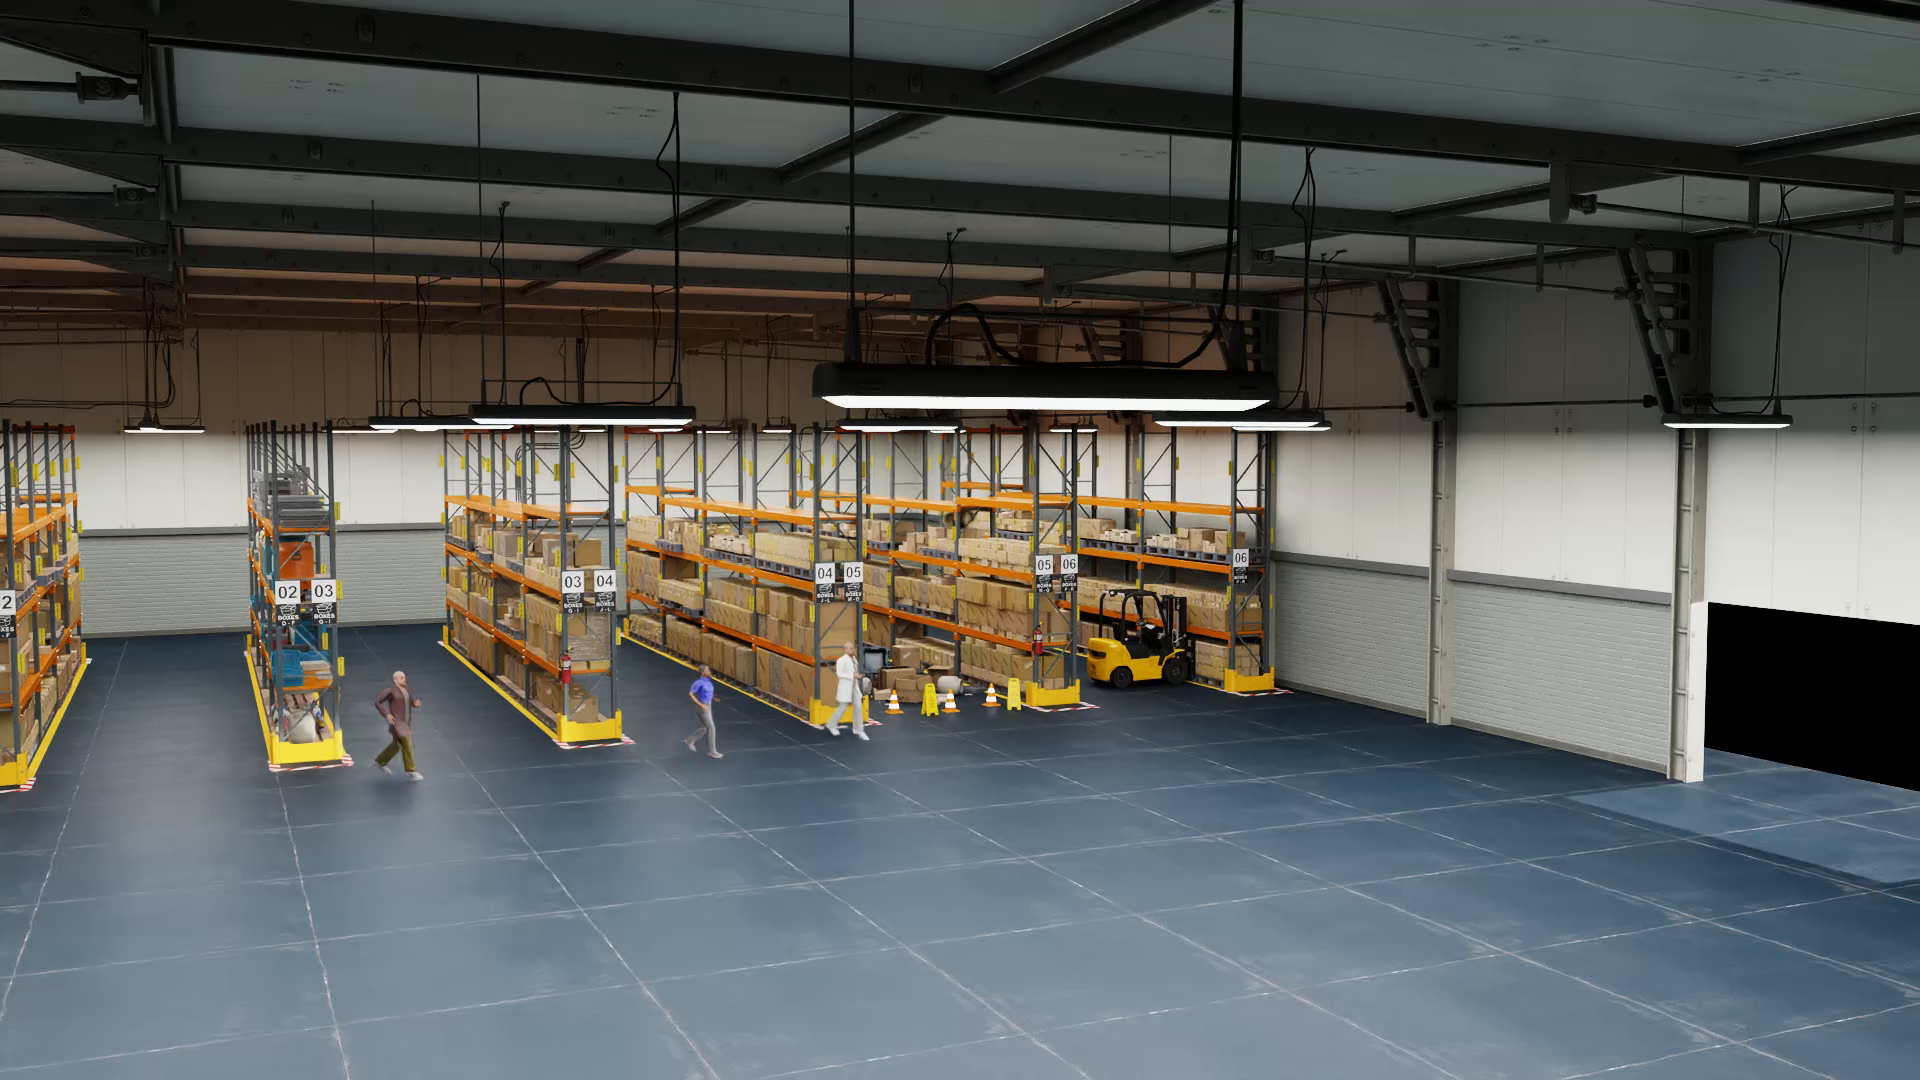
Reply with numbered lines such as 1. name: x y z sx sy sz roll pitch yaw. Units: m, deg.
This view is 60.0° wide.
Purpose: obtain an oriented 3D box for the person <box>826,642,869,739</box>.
1. person: -2.146 2.857 31.604 0.897 1.840 0.733 2 4 34

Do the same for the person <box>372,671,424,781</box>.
1. person: -9.383 3.090 27.809 0.979 1.815 0.680 1 4 13

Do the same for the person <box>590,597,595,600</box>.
1. person: -10.422 1.887 47.924 0.571 1.659 0.852 3 5 40

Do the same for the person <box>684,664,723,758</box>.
1. person: -4.594 3.054 29.696 0.752 1.648 0.582 1 4 13
